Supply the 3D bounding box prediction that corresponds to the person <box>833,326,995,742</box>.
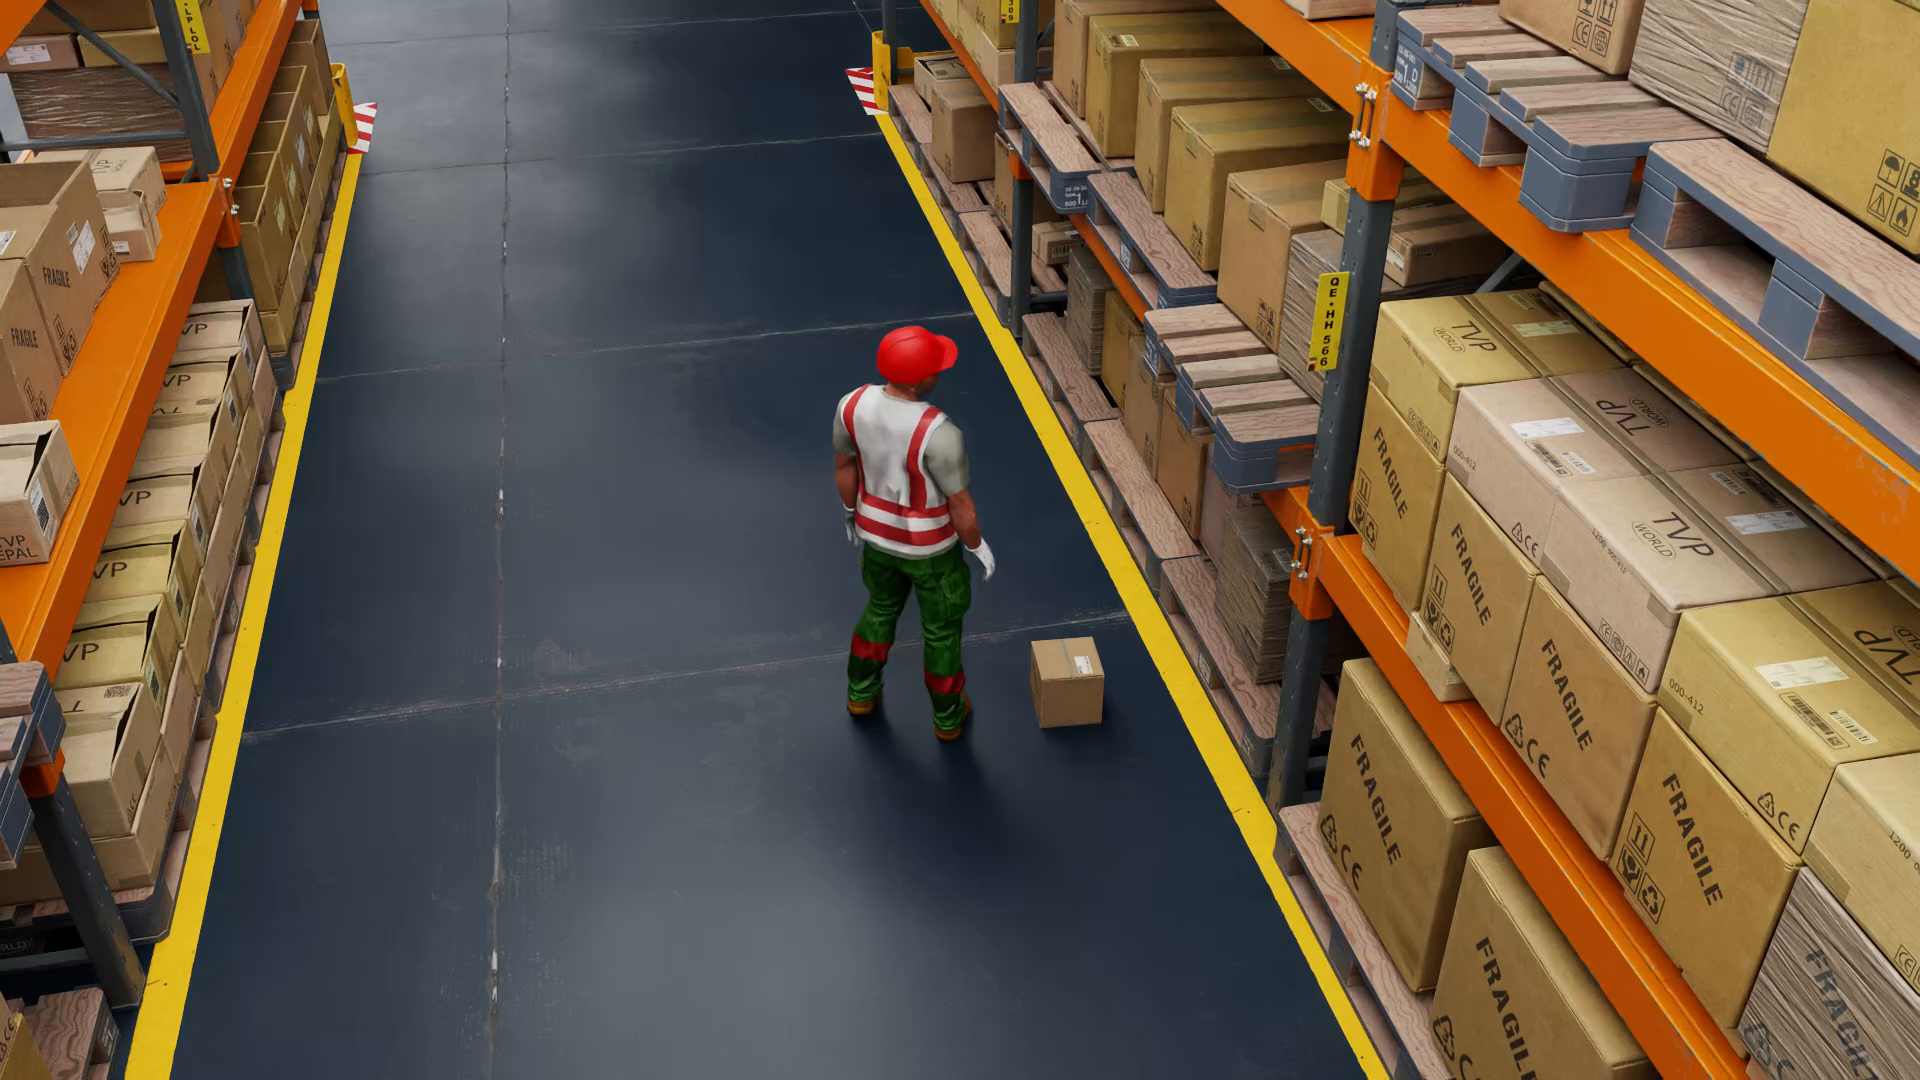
[{"bbox_3d":[-0.171,-0.023,6.158,0.645,1.805,0.412,20,39,27],"label":"person"}]
